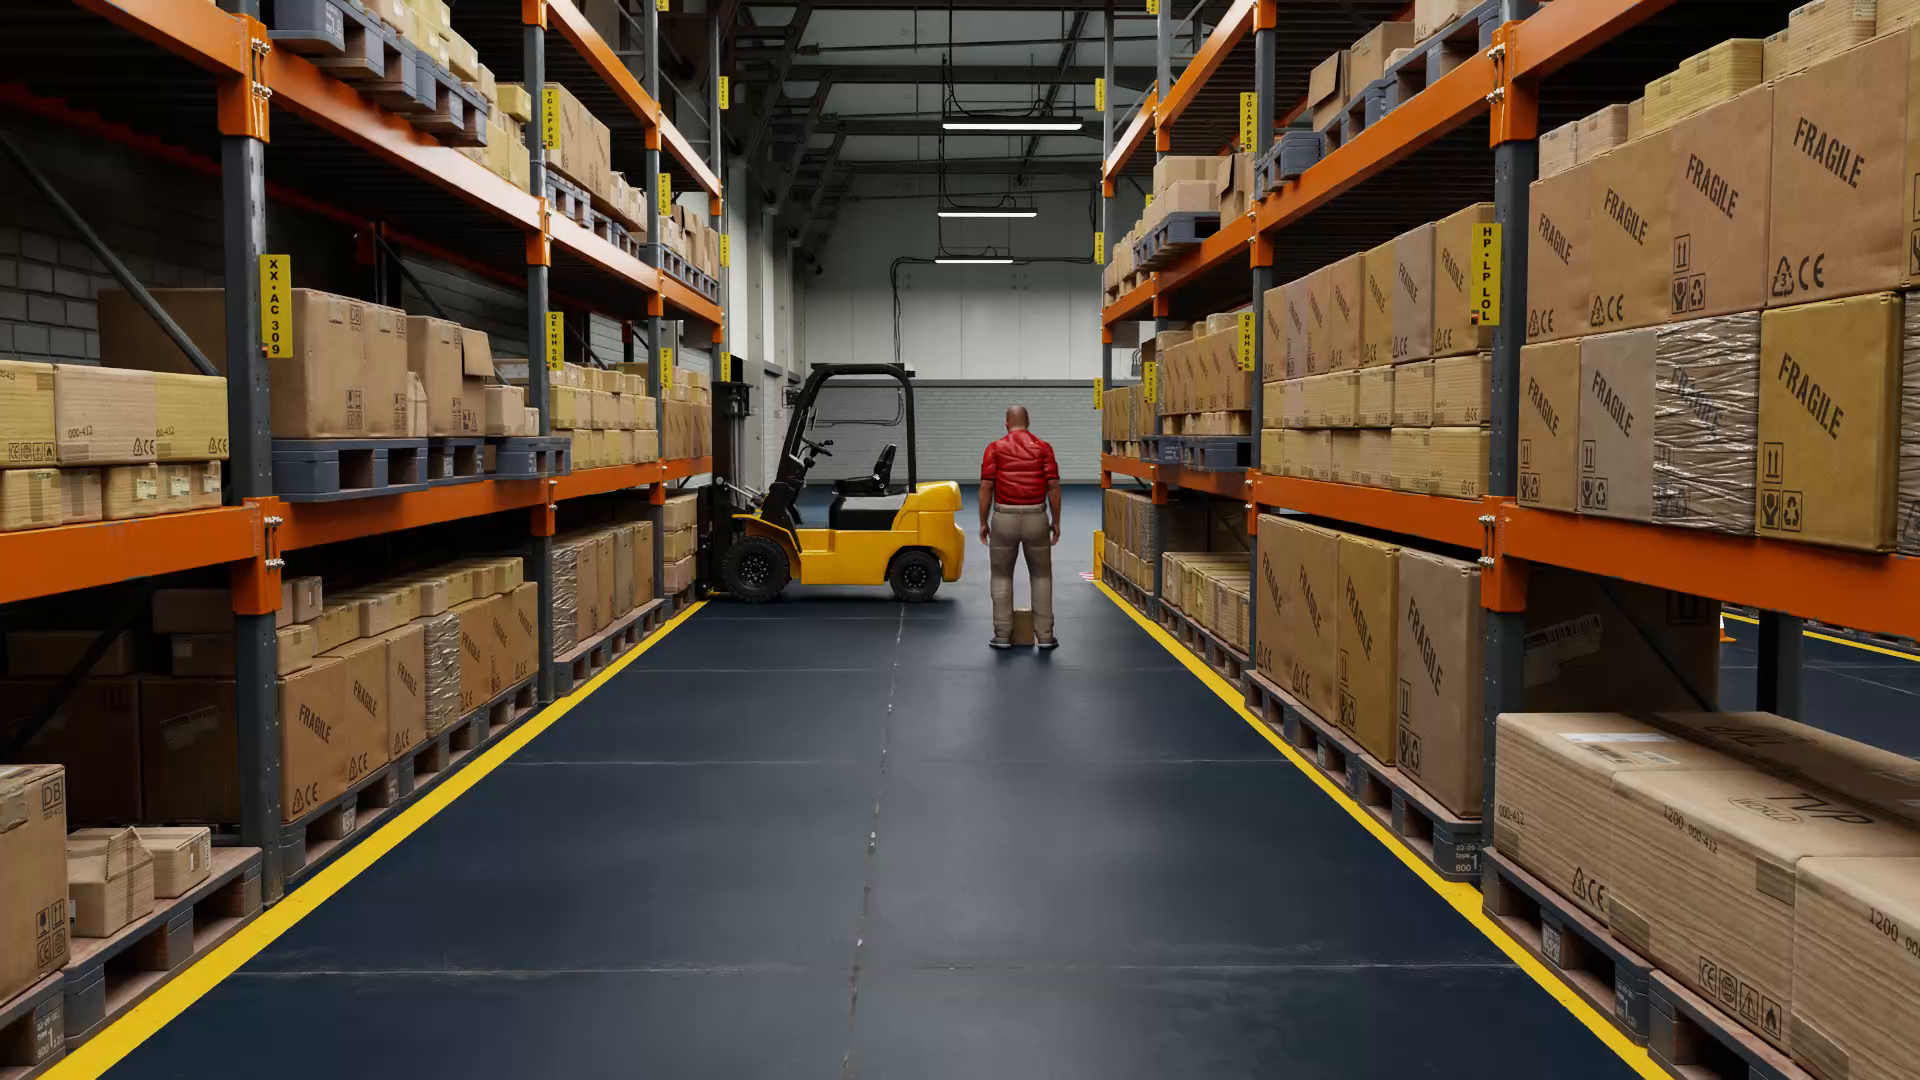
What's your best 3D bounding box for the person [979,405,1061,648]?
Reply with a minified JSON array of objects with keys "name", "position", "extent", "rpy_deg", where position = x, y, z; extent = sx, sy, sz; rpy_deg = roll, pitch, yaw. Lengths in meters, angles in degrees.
[{"name":"person","position":[0.427,-0.096,11.818],"extent":[0.586,1.727,0.393],"rpy_deg":[0,4,-1]}]
